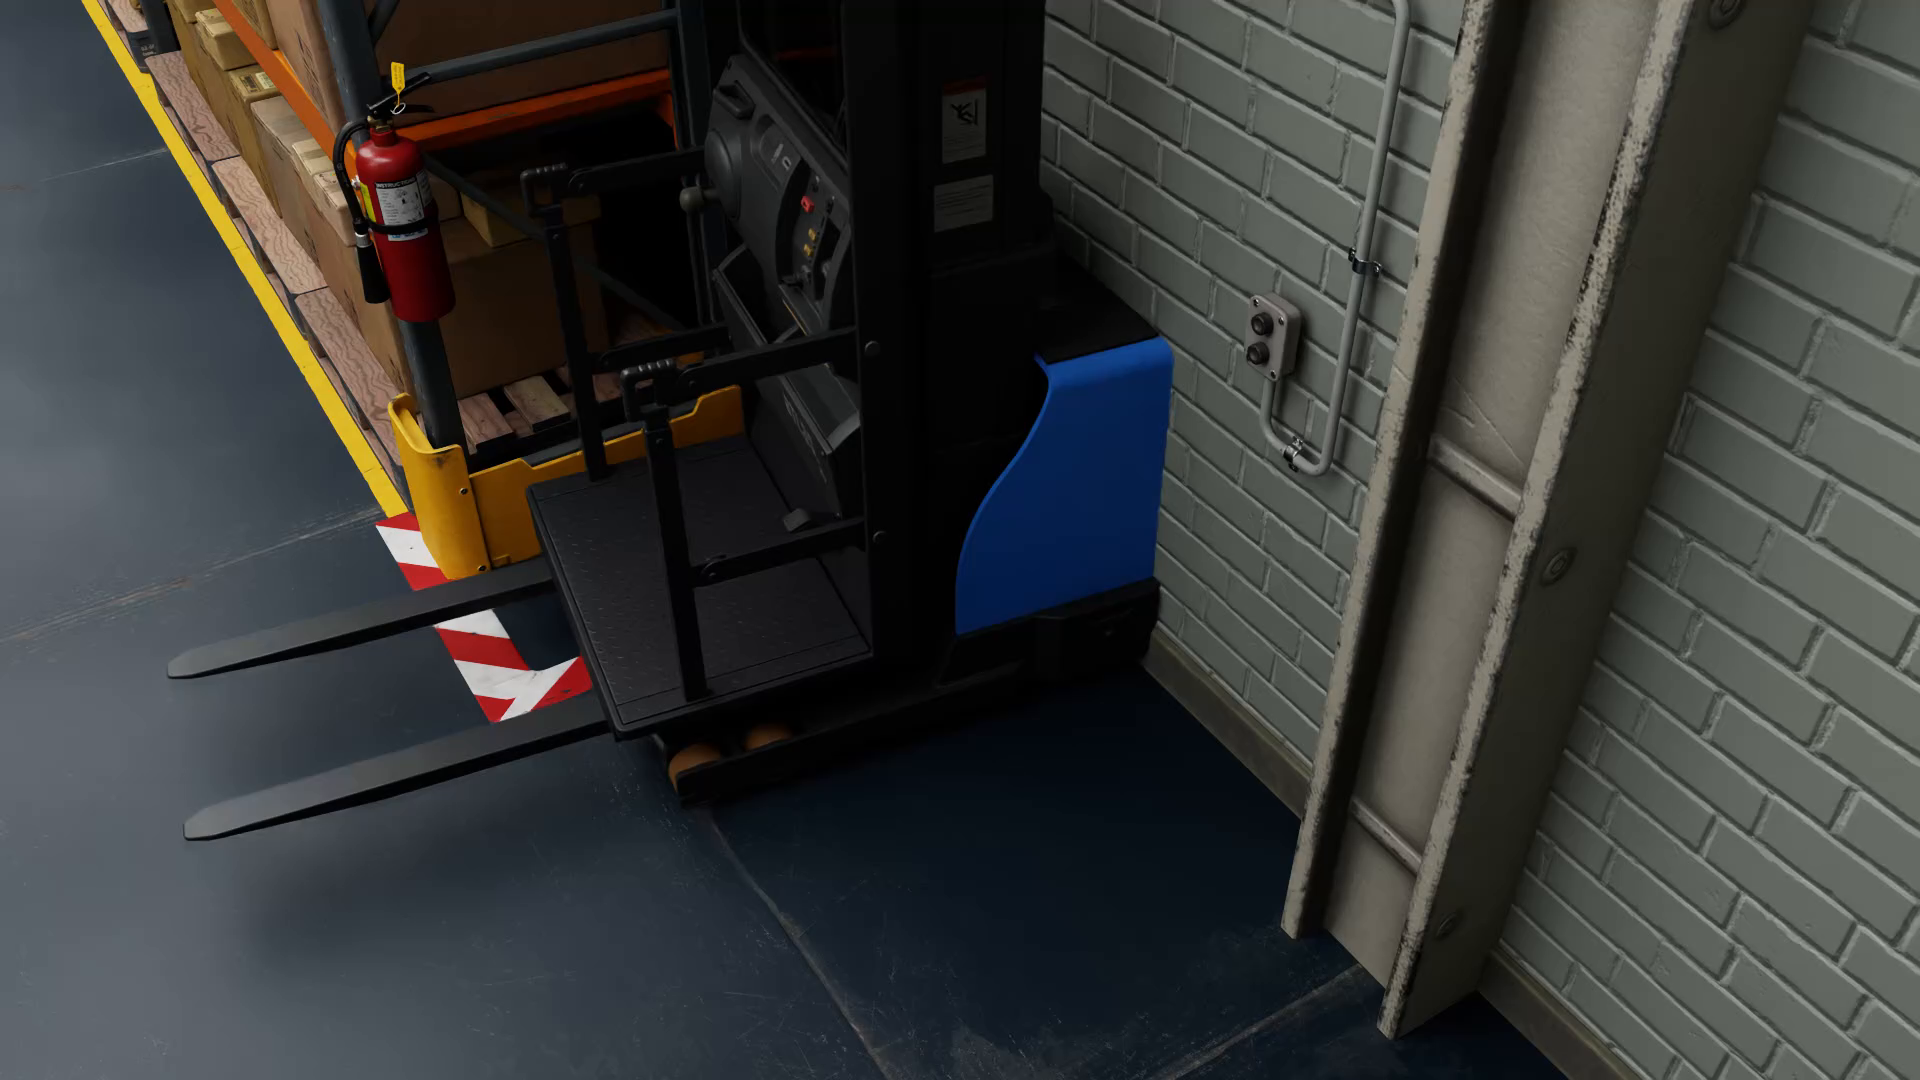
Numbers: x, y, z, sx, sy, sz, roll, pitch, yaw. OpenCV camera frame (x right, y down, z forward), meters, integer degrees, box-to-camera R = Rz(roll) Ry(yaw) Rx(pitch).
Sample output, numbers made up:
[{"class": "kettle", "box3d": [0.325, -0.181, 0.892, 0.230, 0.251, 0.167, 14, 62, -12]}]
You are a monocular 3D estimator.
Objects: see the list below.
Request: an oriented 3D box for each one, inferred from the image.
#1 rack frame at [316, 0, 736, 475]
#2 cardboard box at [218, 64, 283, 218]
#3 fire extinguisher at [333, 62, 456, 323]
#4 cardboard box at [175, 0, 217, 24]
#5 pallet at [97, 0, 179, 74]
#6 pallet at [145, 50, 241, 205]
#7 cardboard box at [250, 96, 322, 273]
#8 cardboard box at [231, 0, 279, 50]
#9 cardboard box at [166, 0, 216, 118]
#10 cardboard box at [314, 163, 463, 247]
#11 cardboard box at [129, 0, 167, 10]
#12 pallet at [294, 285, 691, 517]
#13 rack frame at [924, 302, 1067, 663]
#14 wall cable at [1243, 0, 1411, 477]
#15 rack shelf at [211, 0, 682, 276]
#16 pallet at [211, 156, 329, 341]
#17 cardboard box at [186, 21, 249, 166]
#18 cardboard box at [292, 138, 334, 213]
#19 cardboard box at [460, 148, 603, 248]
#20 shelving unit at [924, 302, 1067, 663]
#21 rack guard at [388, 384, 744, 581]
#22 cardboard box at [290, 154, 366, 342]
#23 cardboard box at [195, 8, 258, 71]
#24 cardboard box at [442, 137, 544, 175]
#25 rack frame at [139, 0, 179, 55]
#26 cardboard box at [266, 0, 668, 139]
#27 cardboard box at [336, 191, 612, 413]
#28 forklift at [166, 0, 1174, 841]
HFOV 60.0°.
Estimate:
[{"class": "rack frame", "box3d": [-1.156, -1.308, 4.477, 1.000, 3.000, 0.127, -22, 45, -24]}, {"class": "cardboard box", "box3d": [-2.450, -1.679, 6.547, 0.700, 0.500, 0.500, -21, 44, -23]}, {"class": "fire extinguisher", "box3d": [-1.464, -0.895, 4.333, 0.296, 0.674, 0.183, -22, 45, -24]}, {"class": "cardboard box", "box3d": [-2.961, -2.231, 6.702, 0.380, 0.149, 0.250, -21, 44, -23]}, {"class": "pallet", "box3d": [-3.786, -2.787, 8.429, 1.003, 0.211, 1.213, -22, 45, -24]}, {"class": "pallet", "box3d": [-2.964, -1.959, 7.436, 1.003, 0.211, 1.213, -22, 45, -24]}, {"class": "cardboard box", "box3d": [-2.157, -1.394, 6.204, 0.700, 0.500, 0.500, -24, 45, -26]}, {"class": "cardboard box", "box3d": [-1.840, -2.084, 5.174, 0.980, 0.700, 0.700, -23, 45, -25]}, {"class": "cardboard box", "box3d": [-2.992, -2.229, 7.207, 0.700, 0.500, 0.500, -22, 44, -24]}, {"class": "cardboard box", "box3d": [-1.840, -1.109, 5.355, 0.380, 0.149, 0.250, -23, 45, -25]}, {"class": "cardboard box", "box3d": [-3.766, -3.109, 7.989, 0.750, 0.750, 0.750, -22, 44, -24]}, {"class": "pallet", "box3d": [-1.652, -0.642, 5.855, 1.003, 0.211, 1.213, -22, 45, -24]}, {"class": "rack frame", "box3d": [0.202, -0.181, 4.495, 0.500, 1.125, 0.032, -10, 34, -33]}, {"class": "wall cable", "box3d": [0.330, -1.333, 3.713, 0.084, 1.984, 1.851, -22, 45, -24]}, {"class": "rack shelf", "box3d": [-2.232, -2.111, 6.003, 1.077, 0.370, 4.000, -22, 45, -24]}, {"class": "pallet", "box3d": [-2.304, -1.300, 6.645, 1.003, 0.211, 1.213, -22, 45, -24]}, {"class": "cardboard box", "box3d": [-2.724, -1.957, 6.880, 0.700, 0.500, 0.500, -23, 45, -25]}, {"class": "cardboard box", "box3d": [-1.978, -1.246, 5.520, 0.380, 0.149, 0.250, -21, 44, -23]}, {"class": "cardboard box", "box3d": [-1.381, -1.103, 5.349, 0.380, 0.149, 0.250, -22, 45, -24]}, {"class": "shelving unit", "box3d": [-0.073, -0.420, 4.850, 0.538, 1.125, 1.048, -10, 34, -33]}, {"class": "rack guard", "box3d": [-1.144, -0.335, 5.262, 1.175, 0.500, 0.348, -22, 45, -24]}, {"class": "cardboard box", "box3d": [-1.886, -1.123, 5.879, 0.700, 0.500, 0.500, -22, 45, -25]}, {"class": "cardboard box", "box3d": [-2.680, -1.949, 6.364, 0.380, 0.149, 0.250, -23, 45, -26]}, {"class": "cardboard box", "box3d": [-1.654, -1.377, 5.677, 0.380, 0.149, 0.250, -22, 45, -24]}, {"class": "rack frame", "box3d": [-3.307, -3.467, 7.068, 1.000, 3.000, 0.127, -22, 45, -24]}, {"class": "cardboard box", "box3d": [-1.439, -1.695, 4.707, 0.980, 0.700, 0.700, -20, 44, -23]}, {"class": "cardboard box", "box3d": [-1.617, -0.853, 5.555, 0.700, 0.500, 0.500, -22, 45, -24]}, {"class": "forklift", "box3d": [-0.627, -0.813, 3.936, 3.031, 2.935, 1.130, -16, 42, -18]}]
